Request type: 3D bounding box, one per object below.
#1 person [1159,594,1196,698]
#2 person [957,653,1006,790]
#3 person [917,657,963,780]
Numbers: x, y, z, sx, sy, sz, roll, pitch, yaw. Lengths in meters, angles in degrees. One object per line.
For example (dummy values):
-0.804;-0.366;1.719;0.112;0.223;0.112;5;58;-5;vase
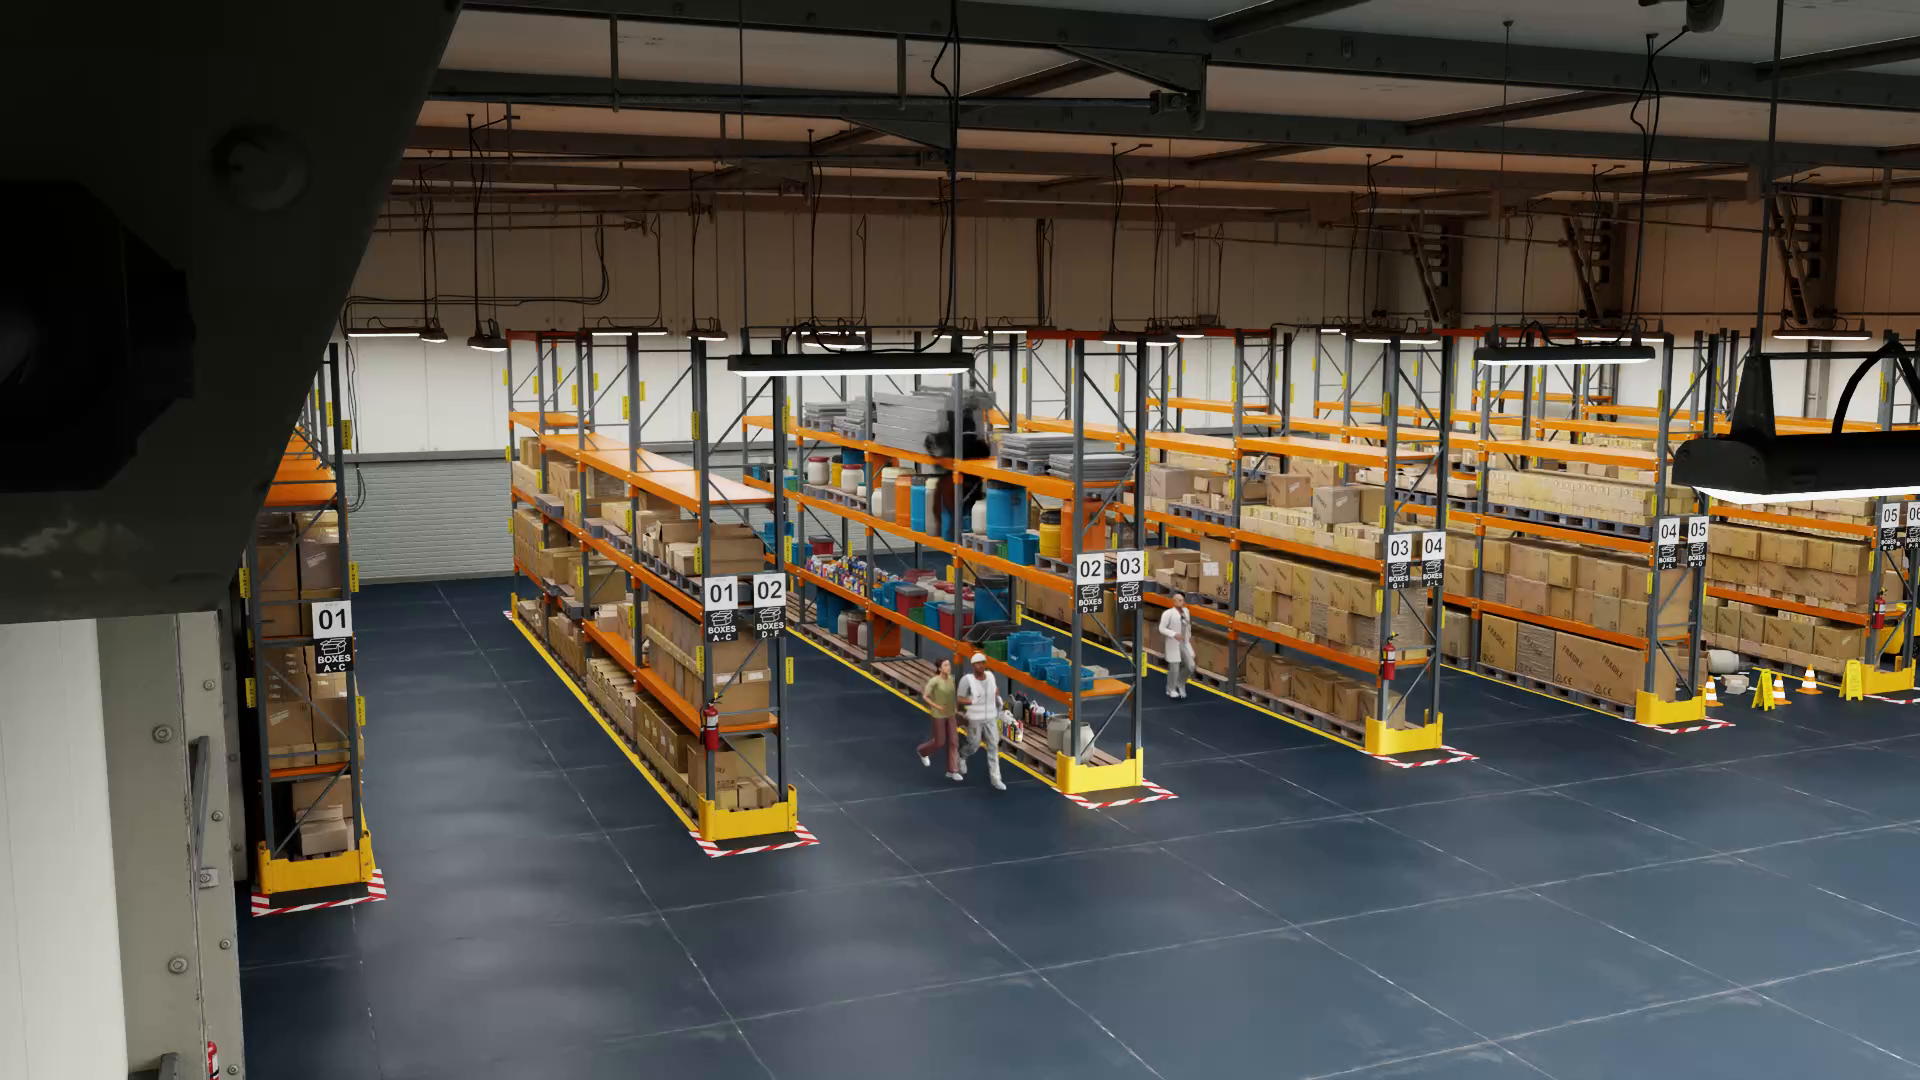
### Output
3.593;1.757;27.307;0.707;1.763;0.693;-3;9;-24;person
0.308;2.383;22.229;0.695;1.735;1.063;-3;8;-22;person
-0.259;2.399;22.647;0.589;1.657;0.866;-6;10;-39;person
